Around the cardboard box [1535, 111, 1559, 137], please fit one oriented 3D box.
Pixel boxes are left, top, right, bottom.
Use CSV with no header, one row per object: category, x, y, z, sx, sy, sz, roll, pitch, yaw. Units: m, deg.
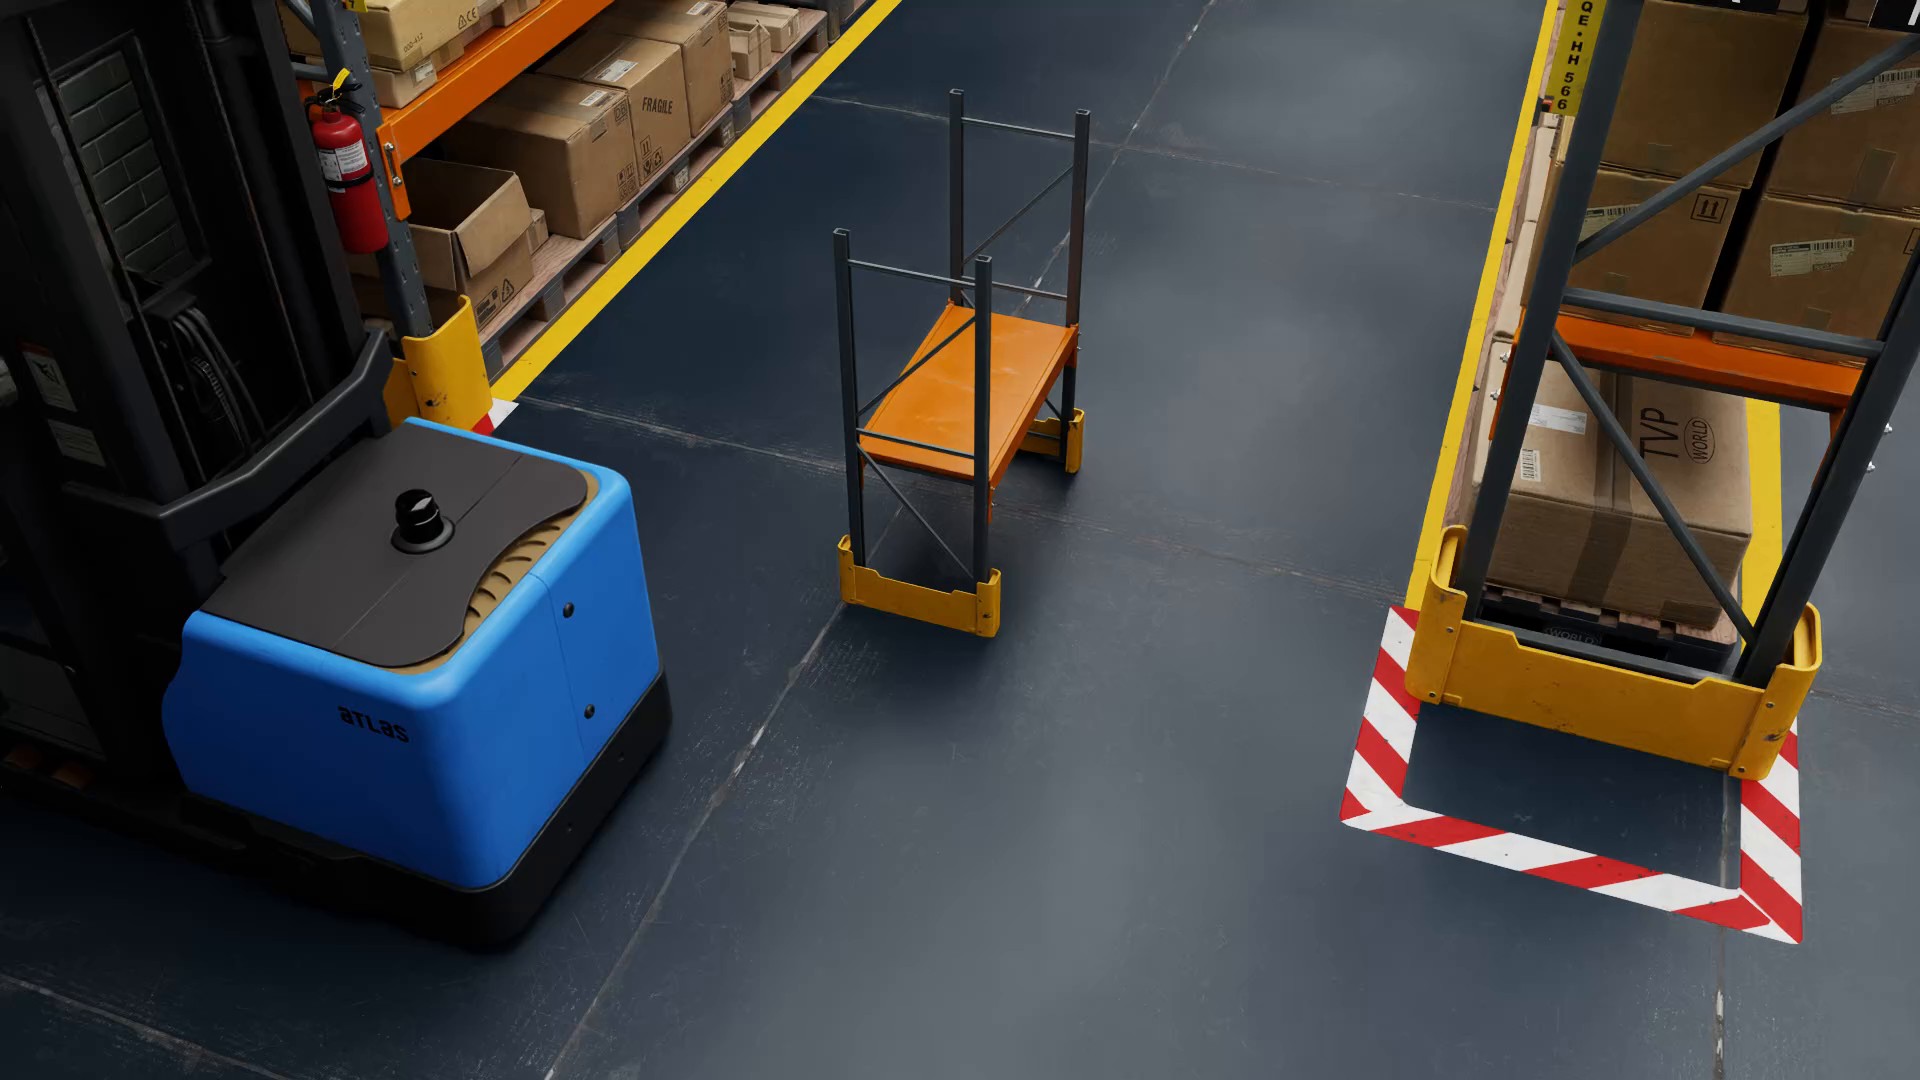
cardboard box,3.163,-1.869,7.780,0.875,0.438,0.875,13,42,14

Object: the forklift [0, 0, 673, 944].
forklift,-2.511,-0.558,4.646,3.031,2.935,1.130,15,43,16

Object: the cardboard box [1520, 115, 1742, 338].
cardboard box,2.027,-0.994,5.027,0.500,0.500,0.500,14,42,15

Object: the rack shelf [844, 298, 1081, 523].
rack shelf,0.029,-0.486,5.941,0.538,0.185,1.000,13,42,15

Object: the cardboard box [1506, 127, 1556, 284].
cardboard box,2.858,-1.323,7.140,0.875,0.438,0.875,12,42,14

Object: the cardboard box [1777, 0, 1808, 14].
cardboard box,2.046,-1.532,4.387,0.380,0.149,0.250,14,42,16

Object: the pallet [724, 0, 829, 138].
pallet,-1.423,-2.663,9.209,1.003,0.211,1.213,13,42,15

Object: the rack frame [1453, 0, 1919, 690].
rack frame,2.111,-0.603,4.646,1.000,3.000,0.127,13,42,15

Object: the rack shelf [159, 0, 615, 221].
rack shelf,-1.871,-2.649,7.598,1.077,0.370,4.000,13,42,15

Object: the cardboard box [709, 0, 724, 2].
cardboard box,-1.635,-2.929,9.120,0.500,0.311,0.500,15,43,17

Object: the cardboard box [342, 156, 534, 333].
cardboard box,-2.257,-1.265,7.021,0.797,0.503,0.637,12,42,13

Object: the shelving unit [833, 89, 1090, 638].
shelving unit,0.026,-0.617,5.818,0.587,1.500,1.083,13,42,15

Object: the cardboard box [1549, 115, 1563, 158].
cardboard box,2.380,-1.613,5.753,0.500,0.500,0.500,14,43,16

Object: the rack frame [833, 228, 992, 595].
rack frame,-0.145,-0.313,5.461,0.500,1.500,0.032,13,42,15

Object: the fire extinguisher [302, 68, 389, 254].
fire extinguisher,-2.171,-1.339,5.856,0.296,0.674,0.183,13,42,15

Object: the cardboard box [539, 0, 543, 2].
cardboard box,-1.854,-2.384,6.927,0.380,0.149,0.250,14,42,16

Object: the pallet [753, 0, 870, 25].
pallet,-0.944,-3.586,10.291,1.003,0.211,1.213,13,42,15

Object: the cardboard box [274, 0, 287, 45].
cardboard box,-2.647,-2.098,6.285,0.500,0.250,0.500,14,43,16

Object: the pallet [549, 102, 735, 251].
pallet,-1.838,-1.916,8.334,1.003,0.211,1.213,13,42,15

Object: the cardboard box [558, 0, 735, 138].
cardboard box,-1.573,-2.410,8.366,0.700,0.500,0.500,12,42,13

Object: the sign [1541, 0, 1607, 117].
sign,1.606,-1.263,4.345,0.100,0.325,0.005,13,42,15

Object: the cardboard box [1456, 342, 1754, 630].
cardboard box,2.243,-0.213,5.839,0.875,0.438,0.875,12,42,14

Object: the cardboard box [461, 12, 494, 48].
cardboard box,-2.084,-2.080,6.571,0.380,0.149,0.250,13,42,15

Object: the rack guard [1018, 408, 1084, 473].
rack guard,0.196,-0.445,6.579,0.587,0.250,0.087,13,42,15

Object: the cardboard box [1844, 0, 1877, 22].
cardboard box,2.493,-1.424,4.260,0.380,0.149,0.250,14,42,16

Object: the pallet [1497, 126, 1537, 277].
pallet,3.145,-1.536,7.888,1.003,0.211,1.213,13,42,15

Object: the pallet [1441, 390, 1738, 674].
pallet,2.311,-0.048,6.143,1.003,0.211,1.213,13,42,15

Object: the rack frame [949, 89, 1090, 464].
rack frame,0.203,-0.933,6.188,0.500,1.500,0.032,13,42,15

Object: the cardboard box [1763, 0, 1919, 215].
cardboard box,2.543,-1.251,4.558,0.500,0.500,0.500,12,42,14

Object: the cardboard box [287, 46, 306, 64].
cardboard box,-2.694,-1.869,6.323,0.380,0.149,0.250,13,42,15

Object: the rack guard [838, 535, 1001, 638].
rack guard,-0.144,0.162,5.867,0.587,0.250,0.087,13,42,15

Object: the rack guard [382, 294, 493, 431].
rack guard,-2.529,-0.798,6.800,1.175,0.500,0.348,13,42,15

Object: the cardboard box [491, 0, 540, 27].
cardboard box,-1.940,-2.221,6.736,0.380,0.149,0.250,15,43,16

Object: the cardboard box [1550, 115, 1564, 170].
cardboard box,2.213,-1.297,5.382,0.500,0.500,0.500,12,42,14

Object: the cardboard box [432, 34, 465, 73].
cardboard box,-2.141,-1.912,6.374,0.380,0.149,0.250,14,43,16

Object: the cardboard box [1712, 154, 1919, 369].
cardboard box,2.545,-0.871,4.882,0.500,0.500,0.500,13,42,15

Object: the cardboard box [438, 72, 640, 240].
cardboard box,-1.928,-1.776,7.623,0.700,0.500,0.500,15,43,17

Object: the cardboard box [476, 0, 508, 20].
cardboard box,-1.974,-2.283,6.502,0.500,0.250,0.500,14,42,16

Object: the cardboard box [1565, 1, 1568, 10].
cardboard box,3.917,-3.343,9.171,0.875,0.875,0.875,14,43,16

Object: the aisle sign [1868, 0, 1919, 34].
aisle sign,2.359,-1.484,3.676,0.394,0.787,0.004,13,42,15

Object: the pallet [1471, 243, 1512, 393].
pallet,2.730,-0.789,7.012,1.003,0.211,1.213,13,42,15

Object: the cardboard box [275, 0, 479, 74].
cardboard box,-2.146,-1.976,6.141,0.500,0.250,0.500,14,42,15

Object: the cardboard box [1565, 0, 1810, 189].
cardboard box,2.052,-1.369,4.696,0.500,0.500,0.500,15,43,16

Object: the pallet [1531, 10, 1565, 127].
pallet,3.672,-2.470,8.982,1.003,0.211,1.213,13,42,15

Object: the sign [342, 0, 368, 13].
sign,-2.045,-1.912,5.513,0.100,0.325,0.005,13,42,15

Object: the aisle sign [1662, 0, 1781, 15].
aisle sign,1.795,-1.617,3.832,0.394,0.787,0.004,13,42,15

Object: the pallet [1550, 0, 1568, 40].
pallet,4.087,-3.216,9.857,1.003,0.211,1.213,13,42,15

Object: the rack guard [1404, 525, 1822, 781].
rack guard,2.103,0.362,5.440,1.175,0.500,0.348,13,42,15

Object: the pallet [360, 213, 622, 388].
pallet,-2.257,-1.175,7.464,1.003,0.211,1.213,13,42,15

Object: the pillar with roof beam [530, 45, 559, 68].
pillar with roof beam,1.773,-5.245,5.464,9.100,9.000,0.400,13,42,15

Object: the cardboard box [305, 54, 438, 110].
cardboard box,-2.184,-1.747,6.180,0.380,0.149,0.250,13,42,15

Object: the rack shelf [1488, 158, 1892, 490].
rack shelf,2.795,-1.550,6.309,1.077,0.370,4.000,13,42,15

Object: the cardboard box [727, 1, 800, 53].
cardboard box,-1.101,-2.813,9.109,0.380,0.149,0.250,12,42,14

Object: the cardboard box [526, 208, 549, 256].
cardboard box,-2.075,-1.381,7.430,0.380,0.149,0.250,12,42,13

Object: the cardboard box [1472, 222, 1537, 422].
cardboard box,2.548,-0.773,6.496,0.875,0.438,0.875,14,43,16

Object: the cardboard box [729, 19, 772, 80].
cardboard box,-1.223,-2.639,8.816,0.396,0.266,0.258,15,43,17

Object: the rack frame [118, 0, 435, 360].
rack frame,-2.555,-1.703,5.935,1.000,3.000,0.127,13,42,15

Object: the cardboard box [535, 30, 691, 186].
cardboard box,-1.653,-2.077,7.975,0.500,0.500,0.500,14,42,16

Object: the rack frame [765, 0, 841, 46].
rack frame,-1.187,-4.143,8.794,1.000,3.000,0.127,13,42,15
